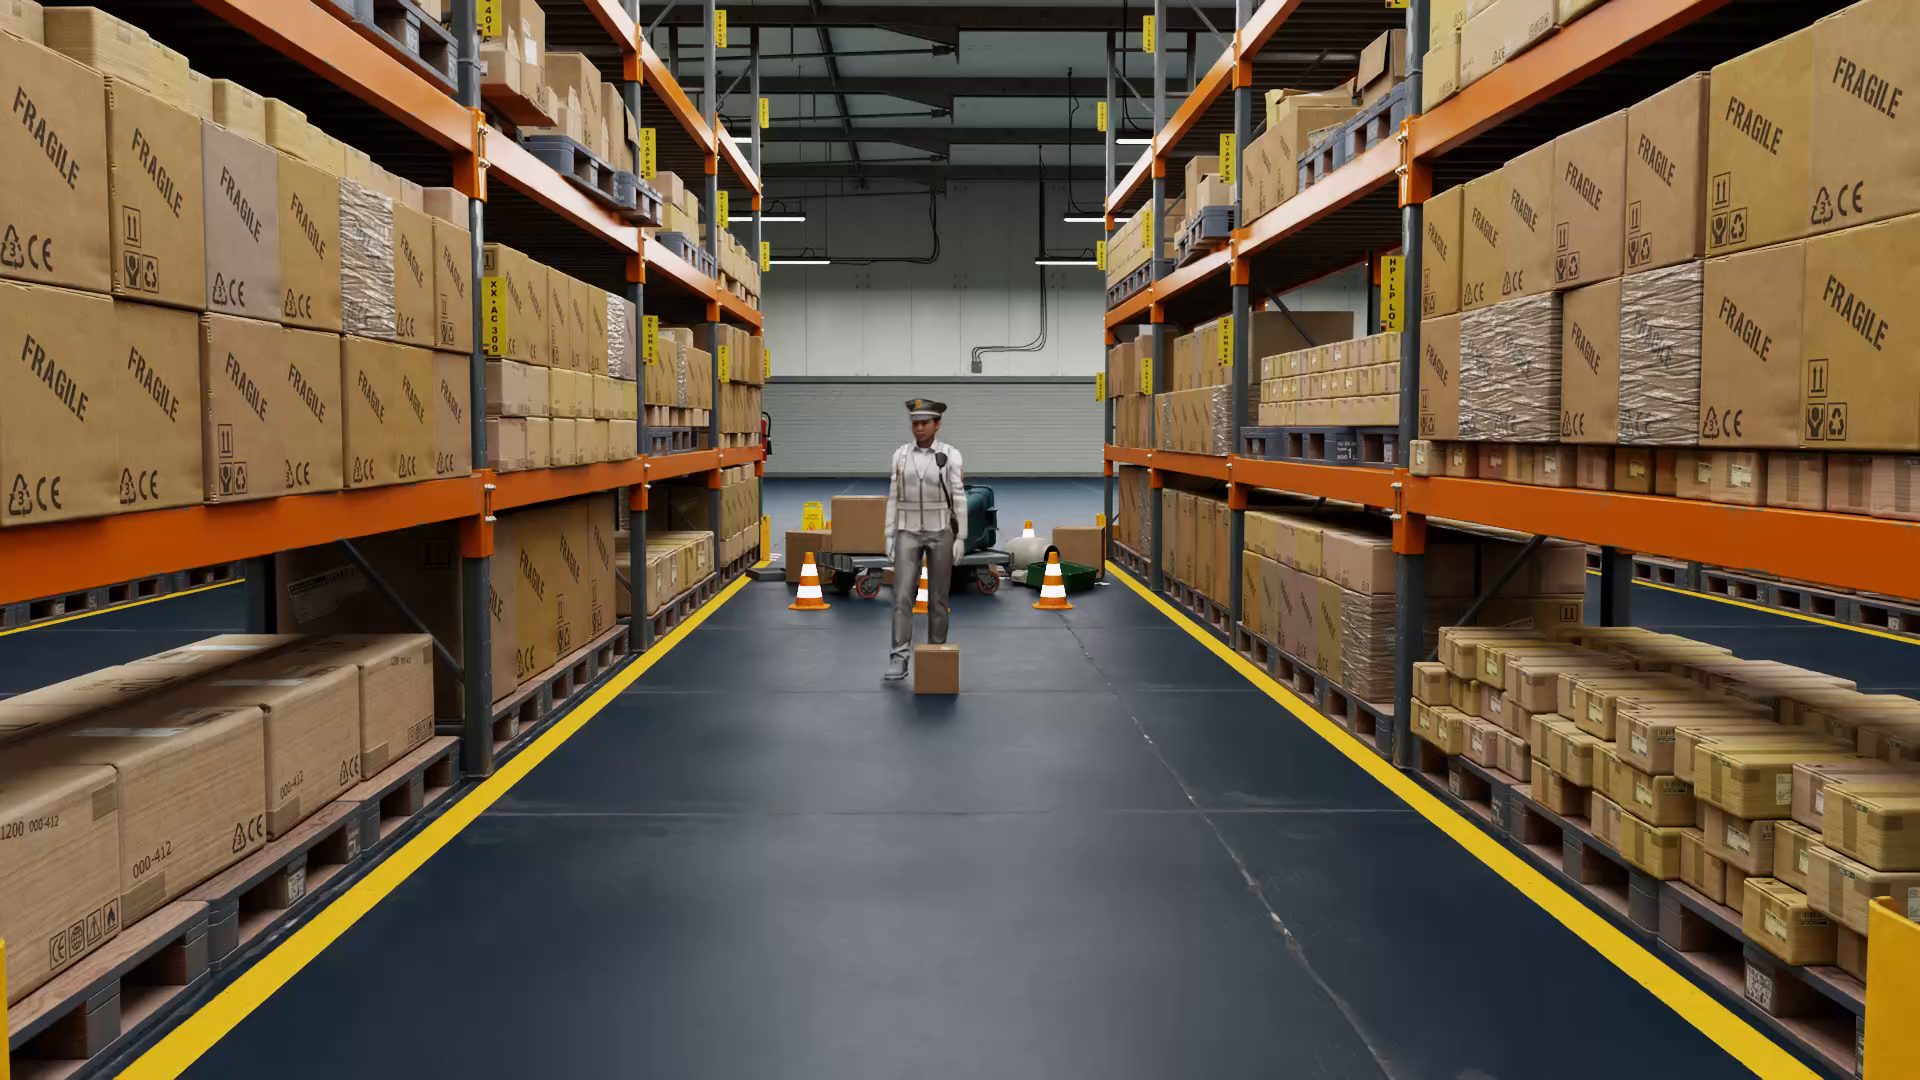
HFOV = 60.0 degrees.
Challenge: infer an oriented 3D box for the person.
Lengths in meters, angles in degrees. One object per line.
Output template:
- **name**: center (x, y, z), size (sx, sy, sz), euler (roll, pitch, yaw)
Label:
- **person**: center (-0.225, -0.003, 9.820), size (0.506, 1.667, 0.673), euler (0, 4, 7)
